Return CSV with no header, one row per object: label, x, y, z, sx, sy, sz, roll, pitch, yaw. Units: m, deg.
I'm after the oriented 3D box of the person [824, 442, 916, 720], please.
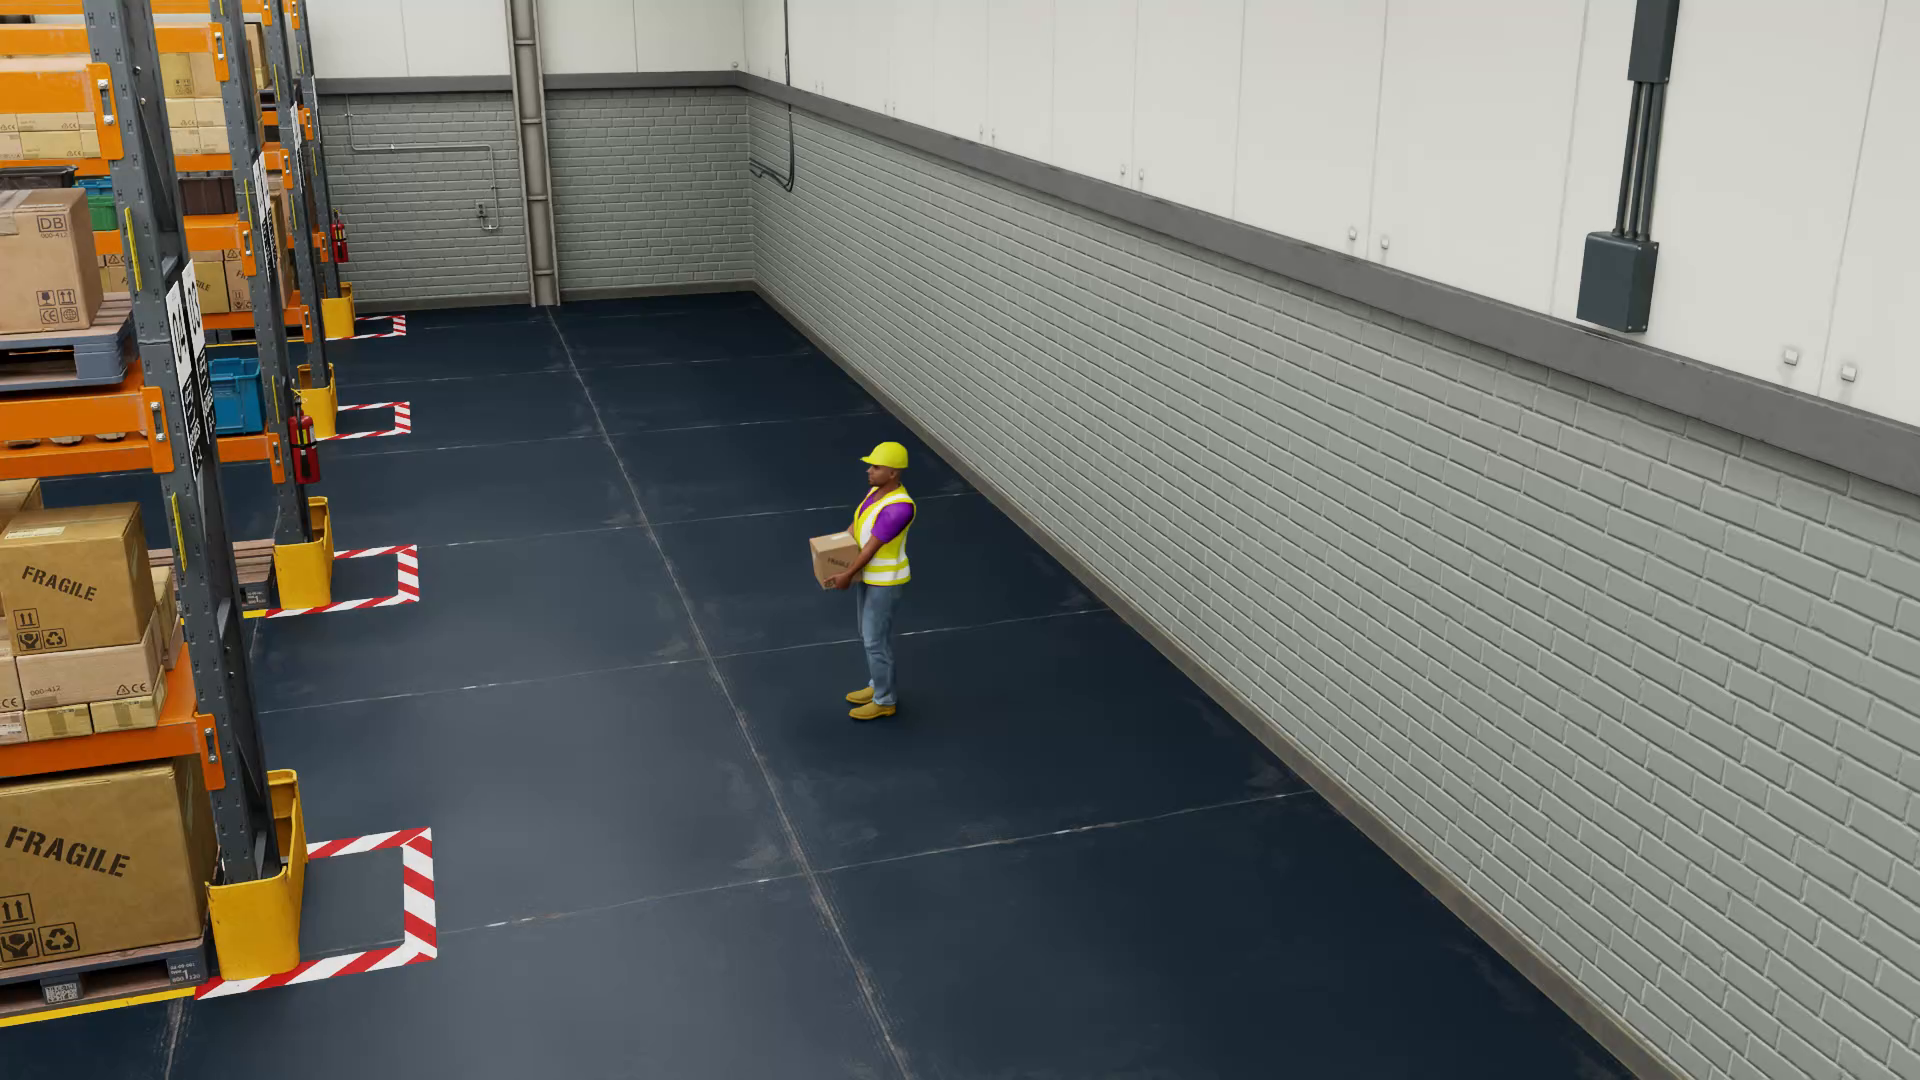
person,-0.583,0.253,10.309,0.586,1.760,0.503,-6,20,-16
